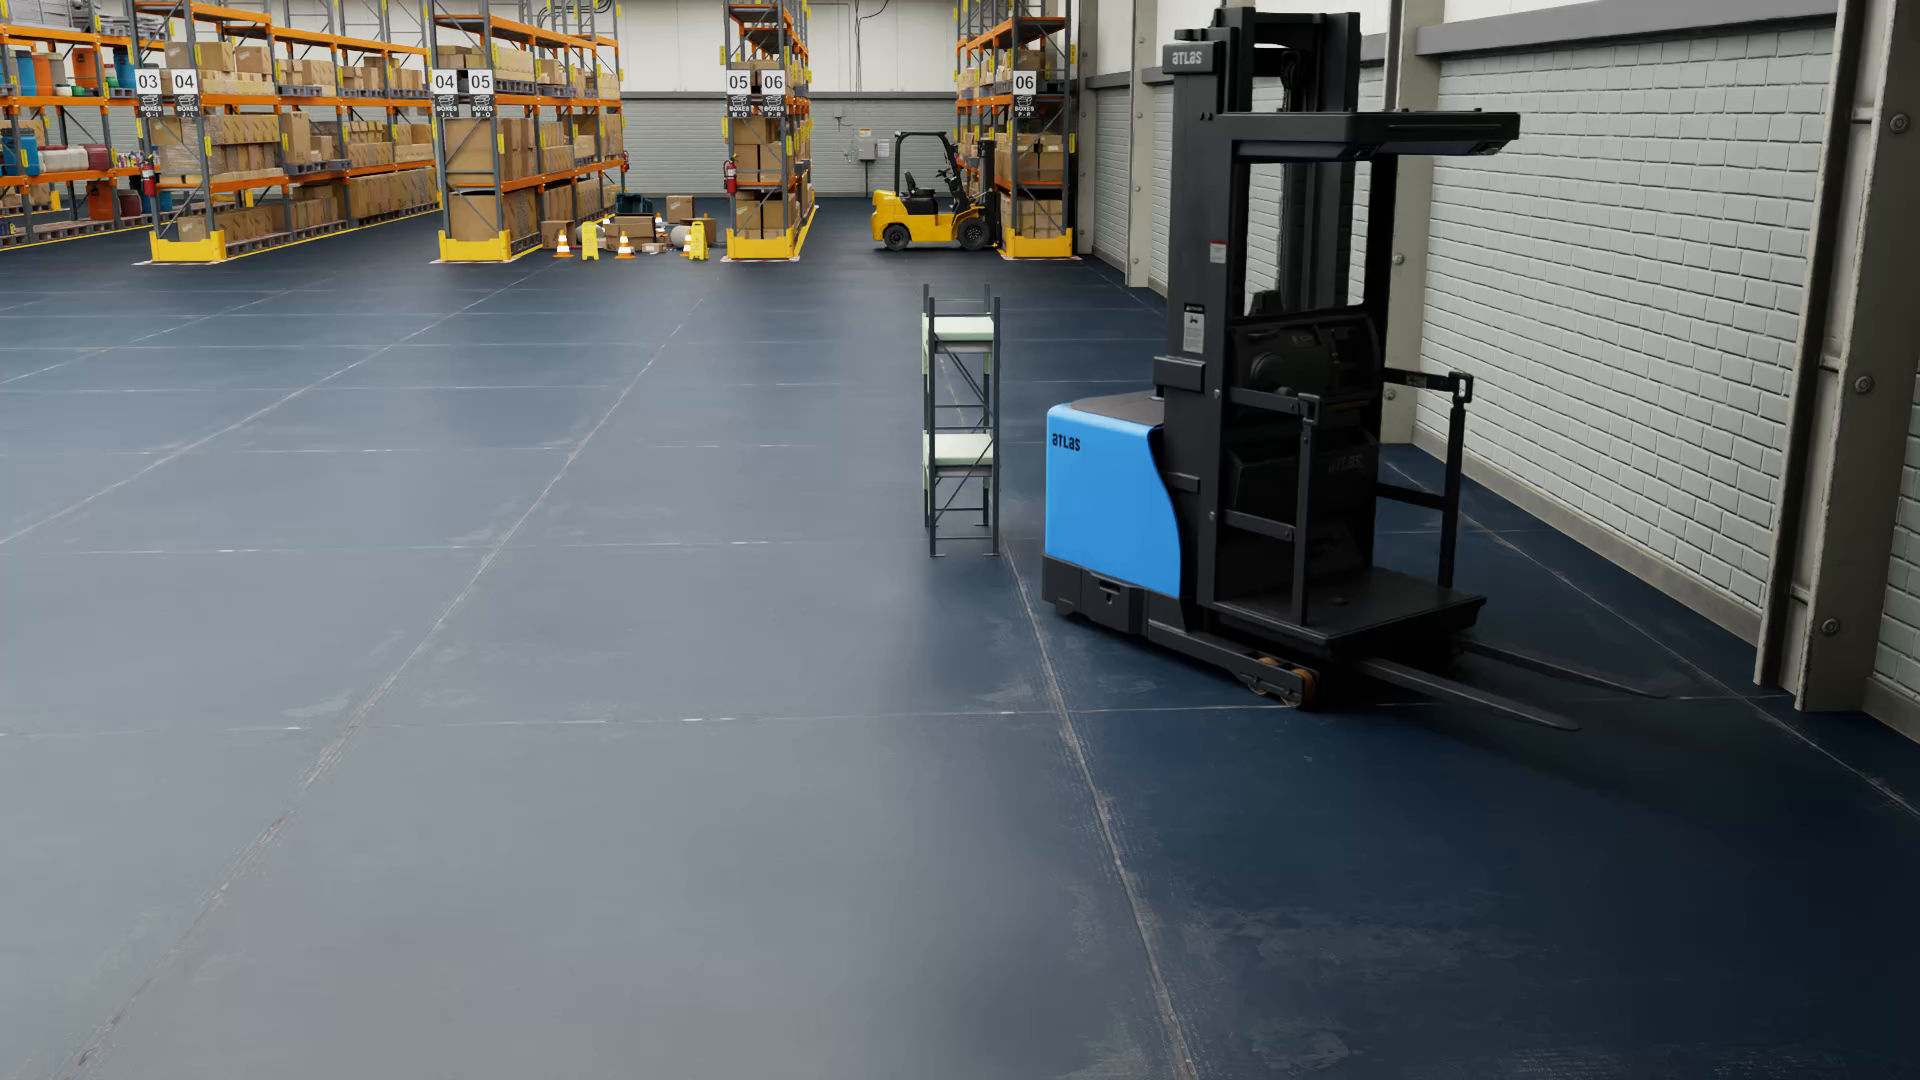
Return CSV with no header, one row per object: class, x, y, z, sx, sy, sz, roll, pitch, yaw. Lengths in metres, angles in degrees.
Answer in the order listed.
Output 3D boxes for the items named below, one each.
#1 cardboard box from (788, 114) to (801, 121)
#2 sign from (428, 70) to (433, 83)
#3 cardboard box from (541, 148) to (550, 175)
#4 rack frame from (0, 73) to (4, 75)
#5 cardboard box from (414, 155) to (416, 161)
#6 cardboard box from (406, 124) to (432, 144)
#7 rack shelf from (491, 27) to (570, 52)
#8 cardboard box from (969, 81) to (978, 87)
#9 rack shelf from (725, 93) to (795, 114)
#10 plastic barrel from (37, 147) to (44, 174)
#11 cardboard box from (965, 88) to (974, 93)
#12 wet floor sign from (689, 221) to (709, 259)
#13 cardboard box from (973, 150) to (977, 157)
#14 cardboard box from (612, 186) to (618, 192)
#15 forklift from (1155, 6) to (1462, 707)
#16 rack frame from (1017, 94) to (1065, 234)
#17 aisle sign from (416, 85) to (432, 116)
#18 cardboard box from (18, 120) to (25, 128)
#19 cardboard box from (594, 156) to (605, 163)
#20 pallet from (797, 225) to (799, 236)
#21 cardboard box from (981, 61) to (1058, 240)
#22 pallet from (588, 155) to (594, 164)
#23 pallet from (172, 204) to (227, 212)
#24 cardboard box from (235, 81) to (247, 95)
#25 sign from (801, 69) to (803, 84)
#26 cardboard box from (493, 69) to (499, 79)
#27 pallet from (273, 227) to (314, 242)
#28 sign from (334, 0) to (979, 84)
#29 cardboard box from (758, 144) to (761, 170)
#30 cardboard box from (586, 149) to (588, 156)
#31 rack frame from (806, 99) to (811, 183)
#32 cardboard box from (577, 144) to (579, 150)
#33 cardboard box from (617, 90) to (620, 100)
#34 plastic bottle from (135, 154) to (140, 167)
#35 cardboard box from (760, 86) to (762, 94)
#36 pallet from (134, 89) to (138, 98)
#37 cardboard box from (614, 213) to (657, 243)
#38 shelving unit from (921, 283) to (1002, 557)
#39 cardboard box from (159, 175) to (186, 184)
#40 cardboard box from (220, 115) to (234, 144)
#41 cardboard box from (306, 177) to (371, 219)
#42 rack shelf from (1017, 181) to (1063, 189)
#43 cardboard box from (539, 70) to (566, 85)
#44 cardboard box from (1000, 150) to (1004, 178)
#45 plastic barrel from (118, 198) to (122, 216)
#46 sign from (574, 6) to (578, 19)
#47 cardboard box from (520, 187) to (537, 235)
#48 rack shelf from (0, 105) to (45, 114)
cardboard box,-4.041,-10.384,40.855,0.380,0.149,0.250,-1,14,-4
sign,-13.877,-12.144,43.569,0.100,0.325,0.005,-1,14,-3
cardboard box,-8.483,-7.547,33.137,0.500,0.500,0.500,-1,14,-3
rack frame,-18.616,-10.141,31.381,0.949,2.616,0.053,-1,14,-3
cardboard box,-13.956,-9.646,42.002,0.380,0.149,0.250,-1,14,-5
cardboard box,-14.127,-10.614,43.457,0.500,0.500,0.500,-1,14,-3
rack shelf,-8.843,-10.224,33.950,1.077,0.370,4.000,-1,14,-3
cardboard box,0.416,-10.653,38.850,0.380,0.149,0.250,-1,14,-2
rack shelf,-3.661,-8.072,30.802,1.077,0.370,4.000,-1,14,-3
plastic barrel,-18.460,-7.543,33.049,0.433,0.535,0.433,0,14,0
cardboard box,0.393,-11.172,41.113,0.500,0.250,0.500,-1,14,-3
wet floor sign,-4.593,-5.266,29.199,0.267,0.644,0.232,4,15,16
cardboard box,0.497,-8.776,37.778,0.380,0.149,0.250,-1,14,-2
cardboard box,-9.051,-9.074,42.957,0.380,0.149,0.250,0,14,-1
forklift,1.695,-0.831,7.376,1.121,2.935,3.031,-10,18,-35
rack frame,1.413,-6.548,29.455,0.949,2.616,0.053,-1,14,-3
aisle sign,-14.124,-11.578,43.788,0.394,0.787,0.004,-1,14,-3
cardboard box,-23.936,-10.316,41.894,0.500,0.500,0.500,0,14,-2
cardboard box,-8.906,-9.307,40.683,0.380,0.149,0.250,0,14,-1
pallet,-3.835,-6.308,34.120,1.003,0.211,1.213,-1,14,-3
cardboard box,1.166,-7.945,33.339,1.068,3.350,6.811,-1,14,-3
pallet,-9.313,-9.068,39.634,1.003,0.211,1.213,-1,14,-3
pallet,-19.278,-8.361,42.099,1.003,0.211,1.213,-1,14,-3
cardboard box,-13.302,-8.202,30.165,0.500,0.250,0.500,0,14,-2
sign,-3.491,-10.171,36.479,0.100,0.325,0.005,-1,14,-3
cardboard box,-8.173,-8.042,28.702,0.380,0.149,0.250,-1,14,-3
pallet,-13.726,-6.155,33.525,1.003,0.211,1.213,-1,14,-3
sign,-7.174,-11.483,37.992,14.986,2.113,4.023,-1,14,-3
cardboard box,-3.872,-6.918,30.096,0.500,0.500,0.500,-1,14,-3
cardboard box,-8.924,-9.081,38.962,0.380,0.149,0.250,-2,15,-6
rack frame,-4.528,-10.449,44.619,1.000,3.000,0.127,-1,14,-3
cardboard box,-8.851,-8.904,37.676,0.380,0.149,0.250,-1,14,-3
cardboard box,-9.171,-11.619,43.445,0.500,0.250,0.500,-1,14,-5
plastic bottle,-18.598,-8.574,37.566,0.061,0.283,0.133,-1,14,-3
cardboard box,-3.339,-7.953,29.399,0.380,0.149,0.250,-1,14,-5
pallet,-18.896,-10.111,37.663,1.003,0.211,1.213,-1,14,-3
cardboard box,-6.239,-5.957,31.897,0.797,0.637,0.503,-1,14,-3
shelving unit,0.000,-0.725,9.833,0.431,1.500,0.755,-1,14,-3
cardboard box,-13.652,-6.263,28.853,0.380,0.149,0.250,-1,14,-3
cardboard box,-13.214,-7.259,29.416,0.500,0.500,0.500,-1,14,-3
cardboard box,-13.946,-7.653,37.172,1.225,0.875,0.875,-2,15,-6
rack shelf,1.293,-6.791,31.453,0.919,0.124,3.809,-1,14,-3
cardboard box,-8.603,-9.764,35.072,0.500,0.311,0.500,-1,14,-3
cardboard box,1.027,-7.096,31.385,0.500,0.500,0.500,-1,14,-3
plastic barrel,-19.039,-7.489,37.264,0.421,0.512,0.421,0,14,0
sign,-10.004,-13.735,43.318,0.100,0.325,0.005,-1,14,-3
cardboard box,-8.750,-6.380,32.225,0.875,0.875,0.875,-1,14,-3
rack shelf,-24.183,-10.751,41.216,1.077,0.370,4.000,-1,14,-3
